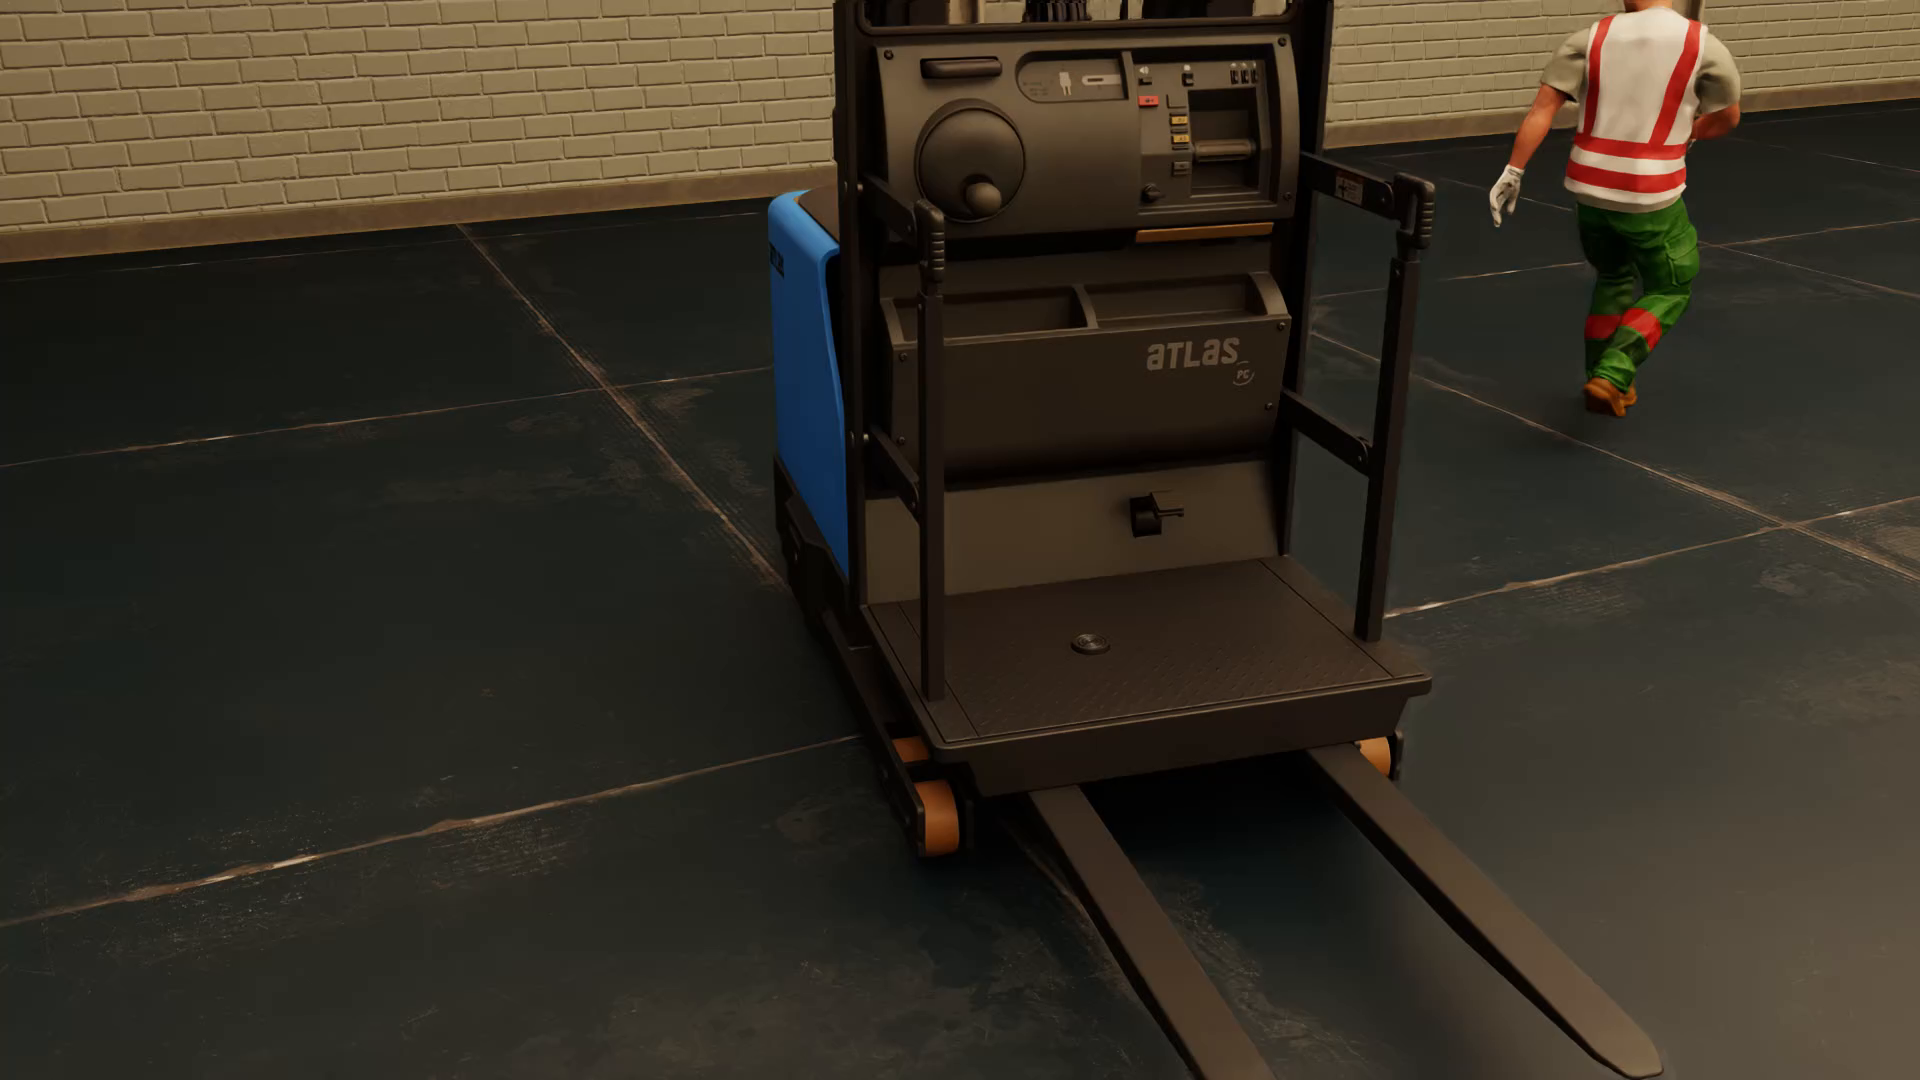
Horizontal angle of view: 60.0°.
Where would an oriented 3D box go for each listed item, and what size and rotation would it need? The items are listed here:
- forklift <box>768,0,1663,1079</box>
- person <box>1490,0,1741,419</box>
[{"bbox_3d":[0.345,-0.853,3.339,1.130,2.935,3.031,-6,23,-15],"label":"forklift"},{"bbox_3d":[2.342,-1.253,5.900,0.706,1.716,0.664,-20,30,-39],"label":"person"}]
